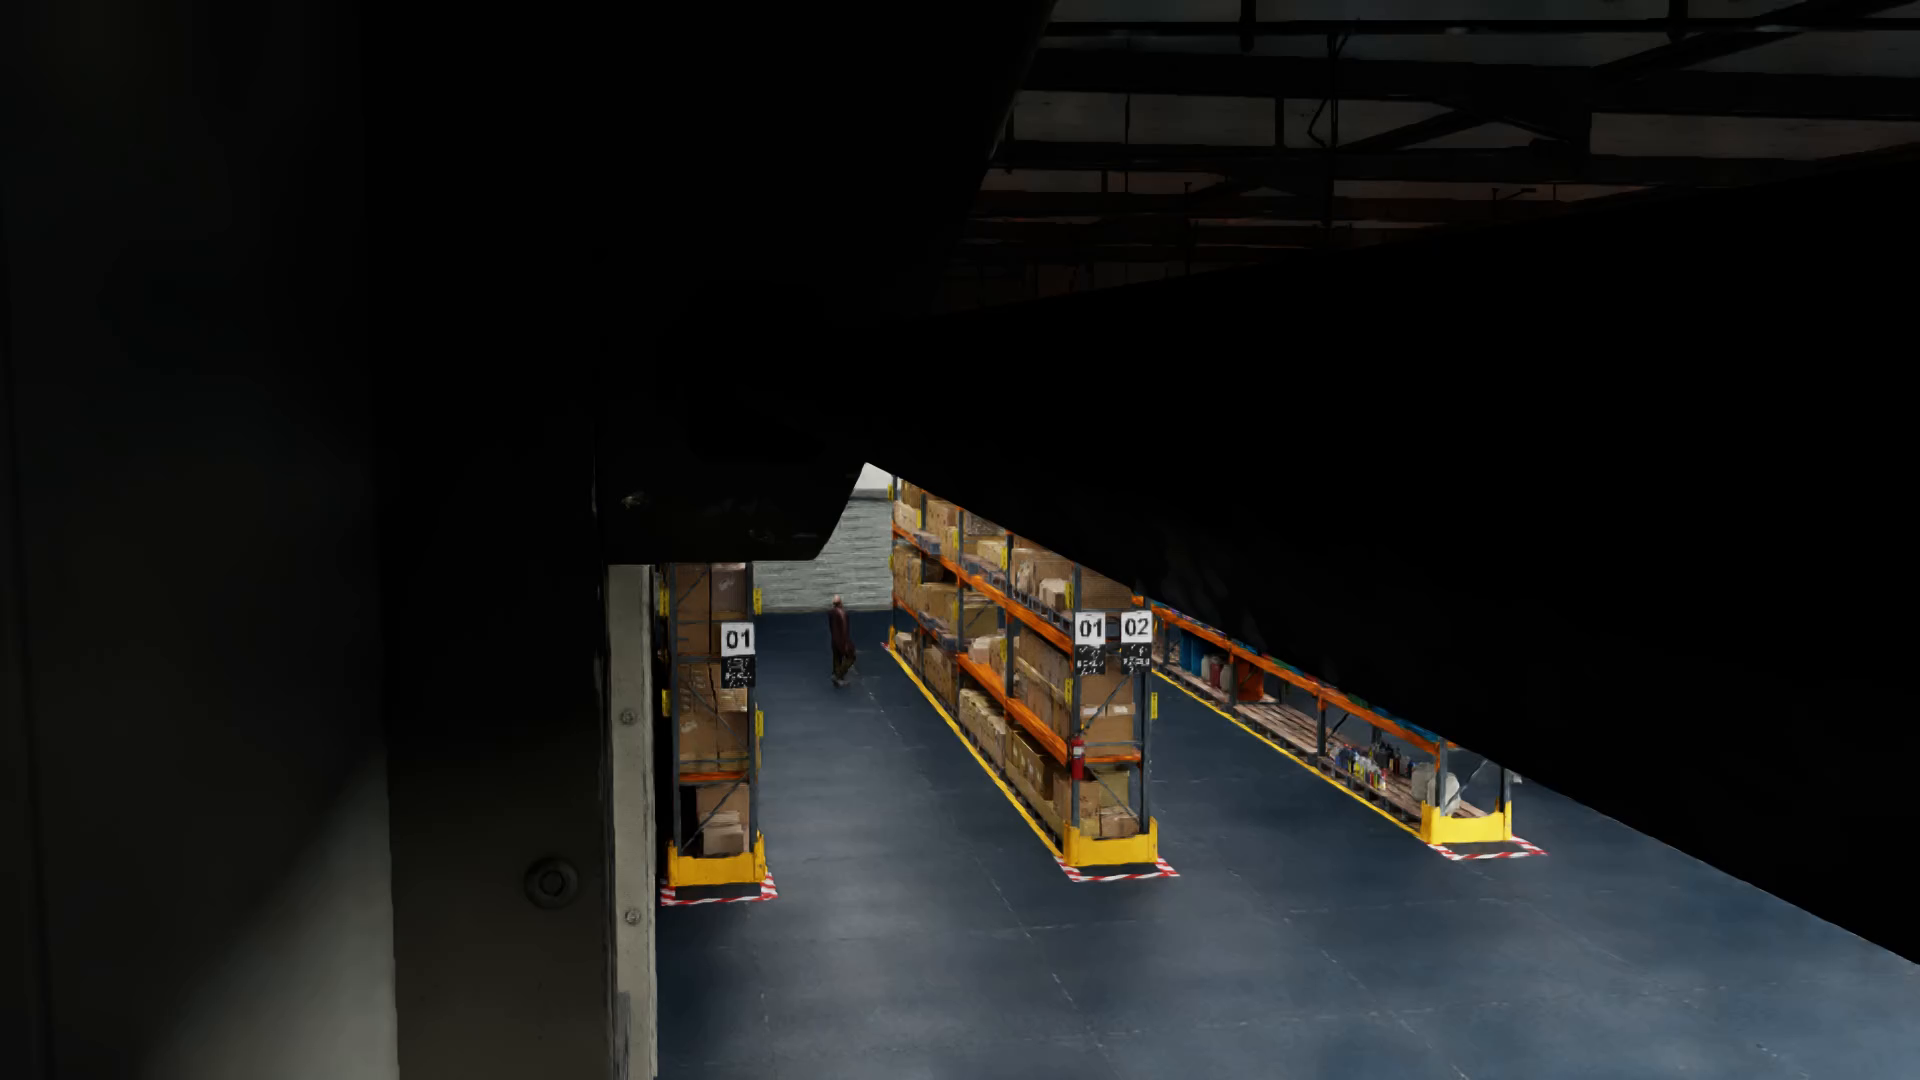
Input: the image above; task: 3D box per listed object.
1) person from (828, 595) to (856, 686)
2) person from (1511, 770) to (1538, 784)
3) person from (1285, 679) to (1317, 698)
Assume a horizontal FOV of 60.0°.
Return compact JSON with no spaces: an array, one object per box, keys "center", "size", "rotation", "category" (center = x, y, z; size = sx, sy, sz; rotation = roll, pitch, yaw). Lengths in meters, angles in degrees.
[{"center":[-2.330,1.957,32.289],"size":[0.517,1.779,0.634],"rotation":[-5,8,-37],"category":"person"},{"center":[8.568,2.791,24.848],"size":[0.729,1.733,0.546],"rotation":[-1,6,-12],"category":"person"},{"center":[6.419,2.081,31.285],"size":[0.528,1.727,1.031],"rotation":[-2,7,-19],"category":"person"}]
